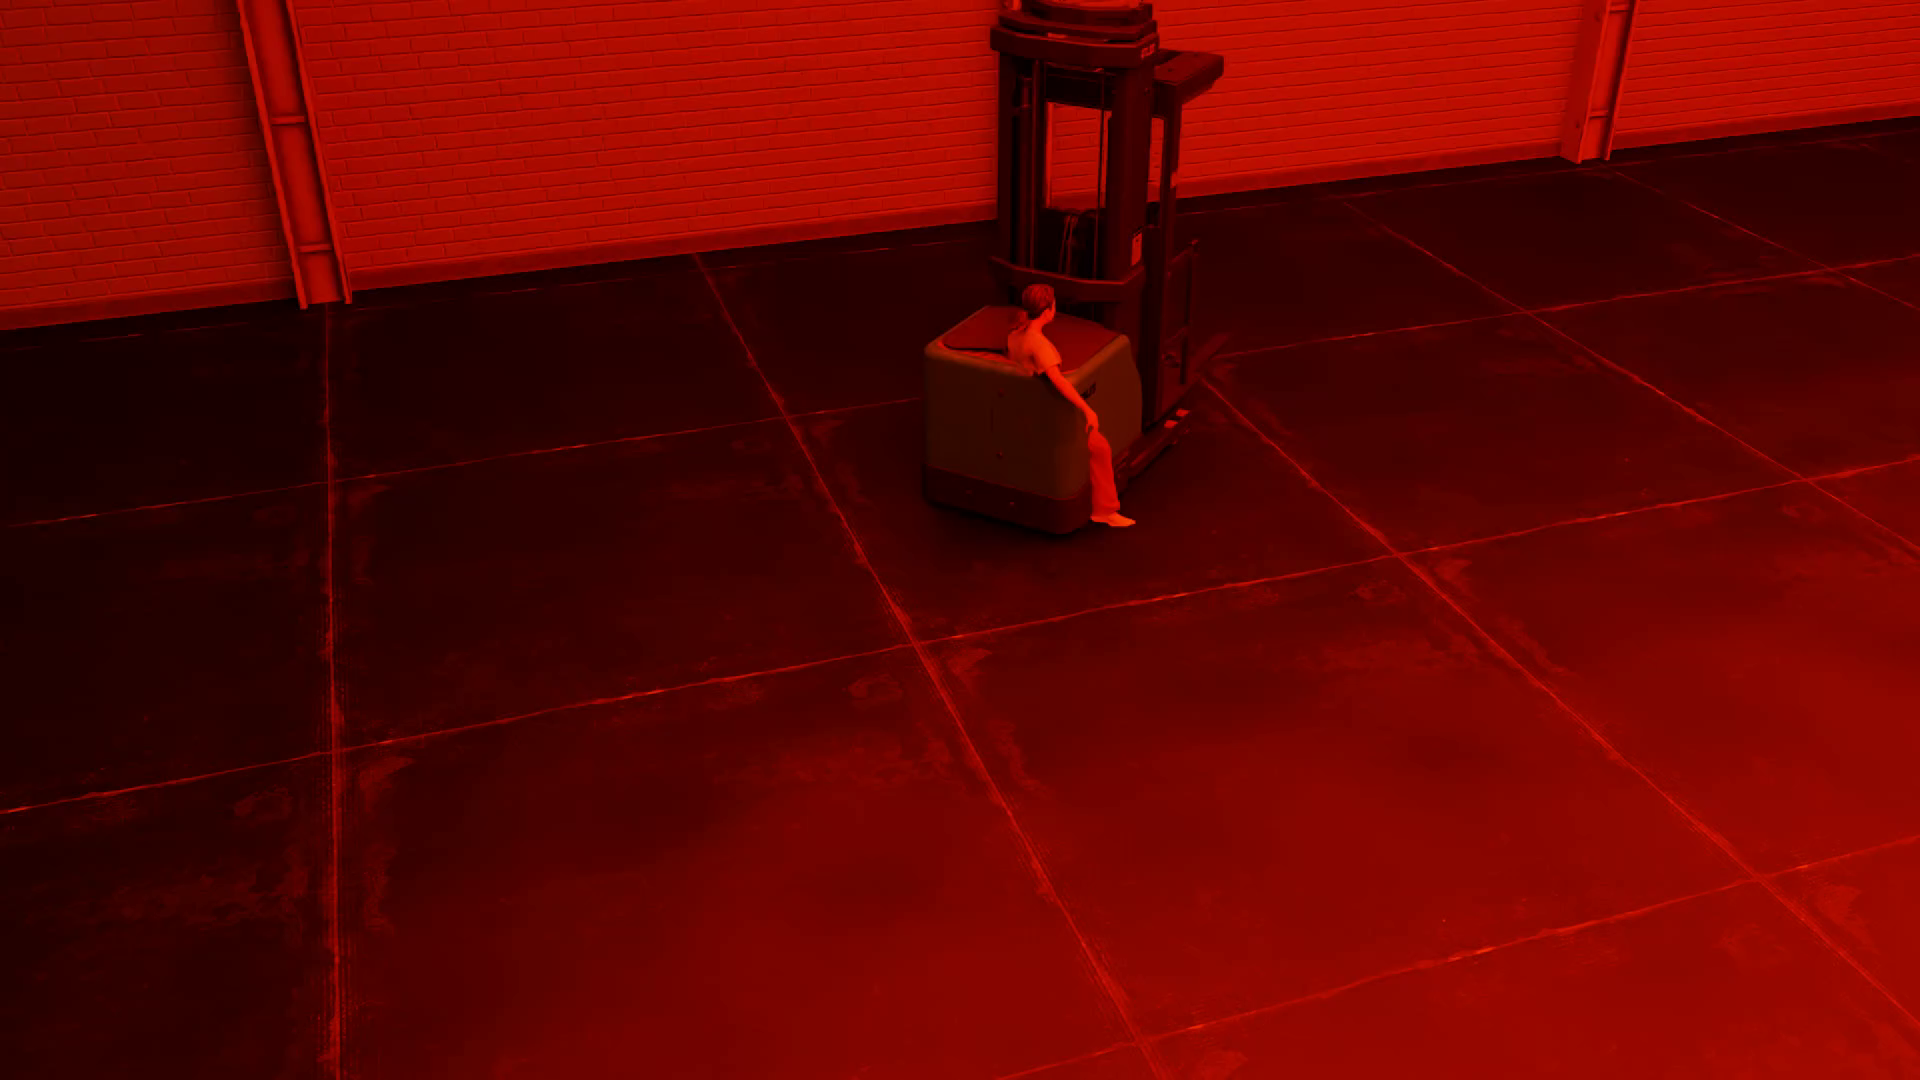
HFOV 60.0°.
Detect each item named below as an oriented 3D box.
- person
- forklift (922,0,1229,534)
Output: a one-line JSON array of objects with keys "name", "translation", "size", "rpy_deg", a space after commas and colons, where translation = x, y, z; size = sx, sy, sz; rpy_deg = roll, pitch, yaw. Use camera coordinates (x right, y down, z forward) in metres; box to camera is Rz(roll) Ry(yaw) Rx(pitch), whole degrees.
[{"name": "person", "translation": [0.649, -0.781, 9.898], "size": [0.716, 1.549, 0.874], "rpy_deg": [-15, 33, -24]}, {"name": "forklift", "translation": [0.934, -2.008, 10.577], "size": [1.130, 2.935, 3.031], "rpy_deg": [16, 34, 25]}]
